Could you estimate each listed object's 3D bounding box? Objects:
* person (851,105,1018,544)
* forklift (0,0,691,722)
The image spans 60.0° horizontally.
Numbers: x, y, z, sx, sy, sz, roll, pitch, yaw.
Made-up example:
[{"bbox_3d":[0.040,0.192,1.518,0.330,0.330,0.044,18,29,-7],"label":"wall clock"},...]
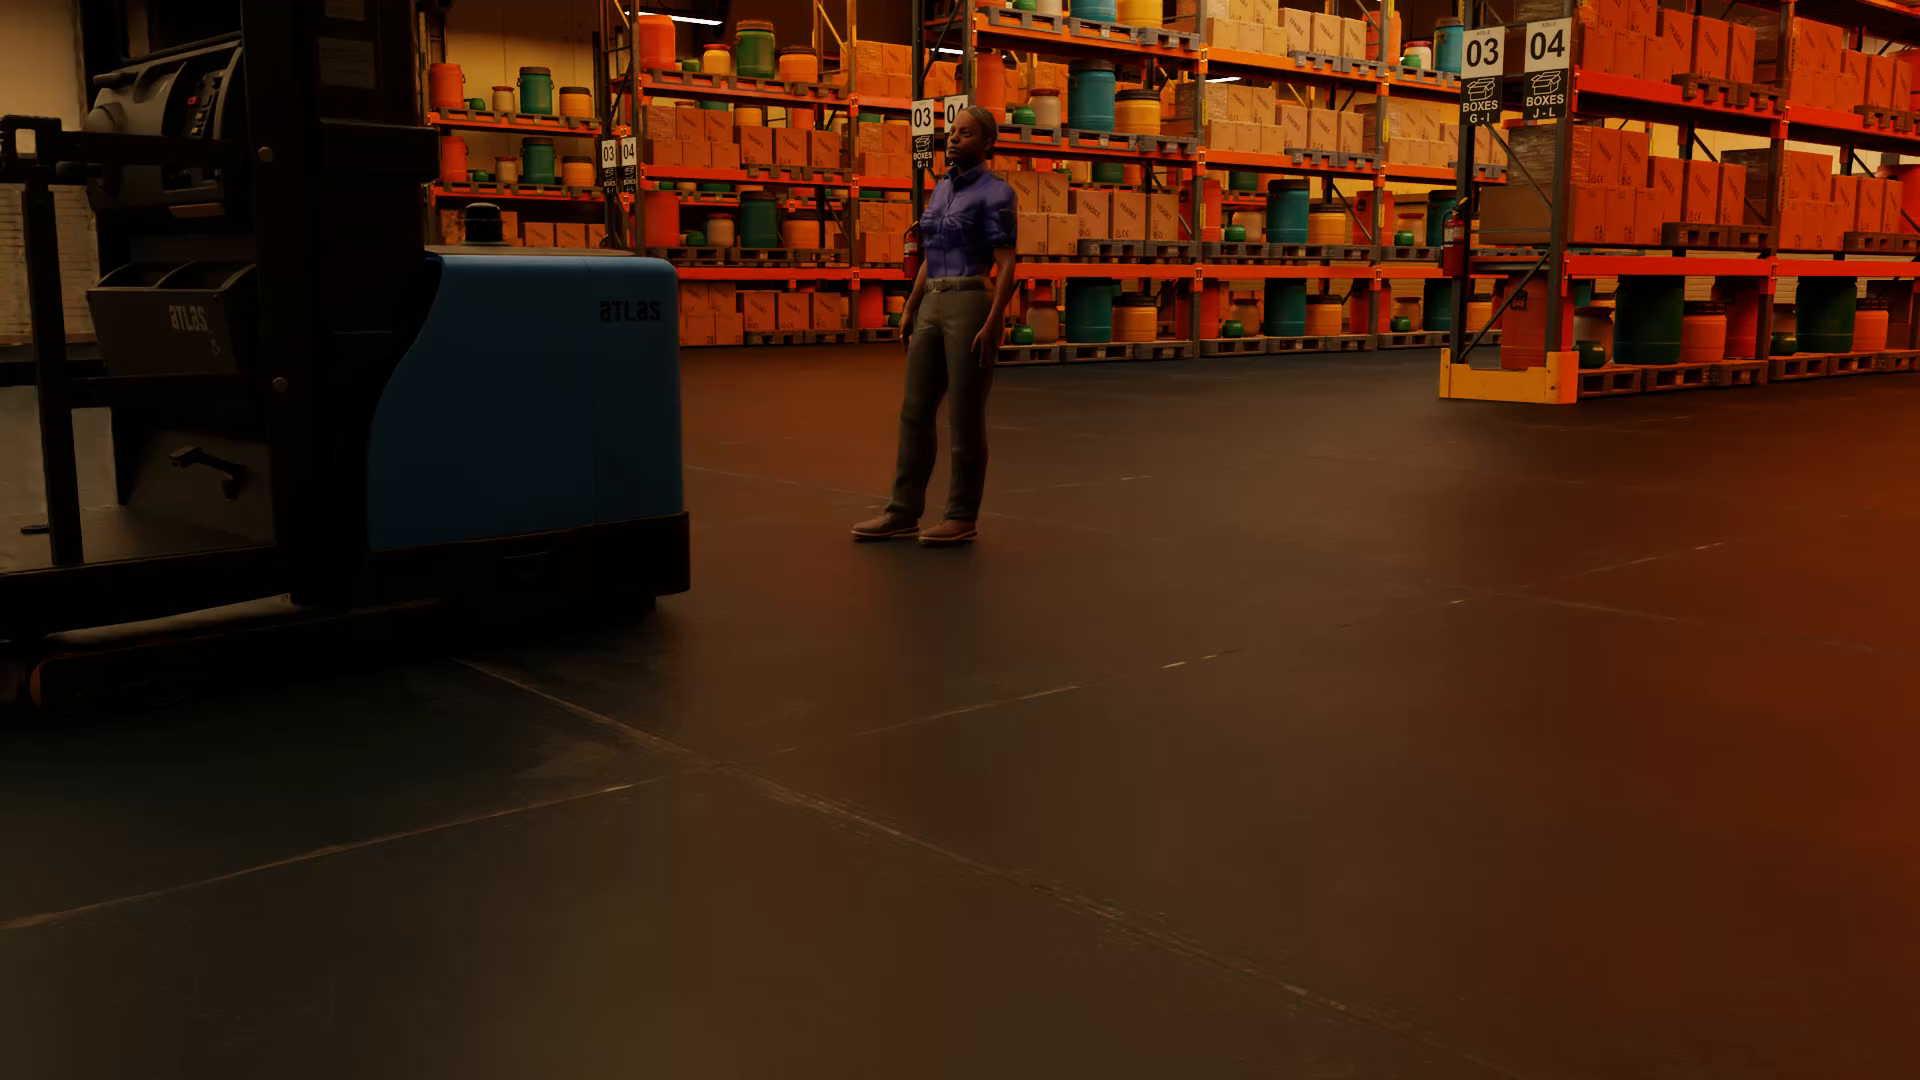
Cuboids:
[{"bbox_3d":[-0.080,-0.816,6.370,0.503,1.650,0.569,-8,12,-40],"label":"person"},{"bbox_3d":[-2.217,-1.118,4.178,1.130,2.935,3.031,8,12,44],"label":"forklift"}]
